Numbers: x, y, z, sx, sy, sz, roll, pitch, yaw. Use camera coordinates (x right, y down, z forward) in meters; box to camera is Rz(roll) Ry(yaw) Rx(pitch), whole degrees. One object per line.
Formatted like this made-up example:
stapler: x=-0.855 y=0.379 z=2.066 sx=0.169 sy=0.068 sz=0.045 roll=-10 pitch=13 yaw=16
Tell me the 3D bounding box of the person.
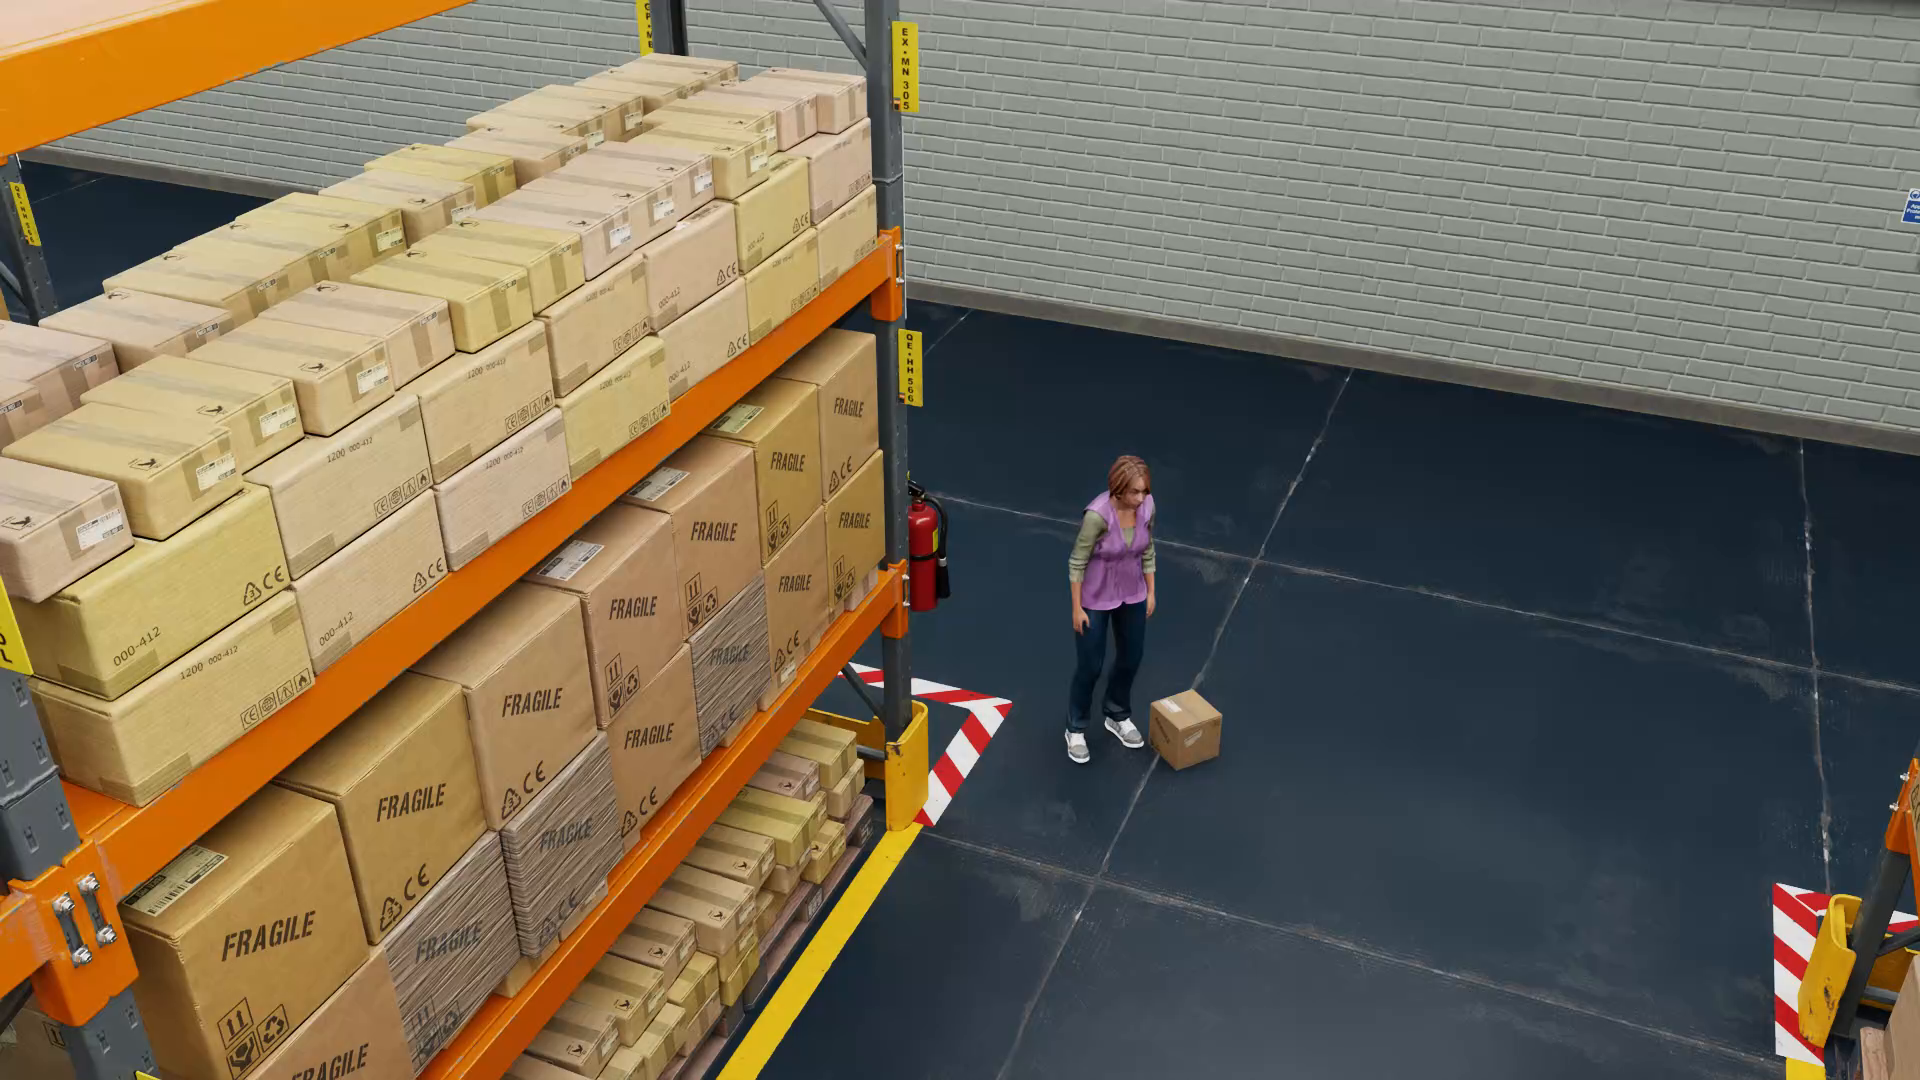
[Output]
person: x=0.721 y=0.302 z=7.887 sx=0.474 sy=1.580 sz=0.346 roll=-13 pitch=32 yaw=-21
